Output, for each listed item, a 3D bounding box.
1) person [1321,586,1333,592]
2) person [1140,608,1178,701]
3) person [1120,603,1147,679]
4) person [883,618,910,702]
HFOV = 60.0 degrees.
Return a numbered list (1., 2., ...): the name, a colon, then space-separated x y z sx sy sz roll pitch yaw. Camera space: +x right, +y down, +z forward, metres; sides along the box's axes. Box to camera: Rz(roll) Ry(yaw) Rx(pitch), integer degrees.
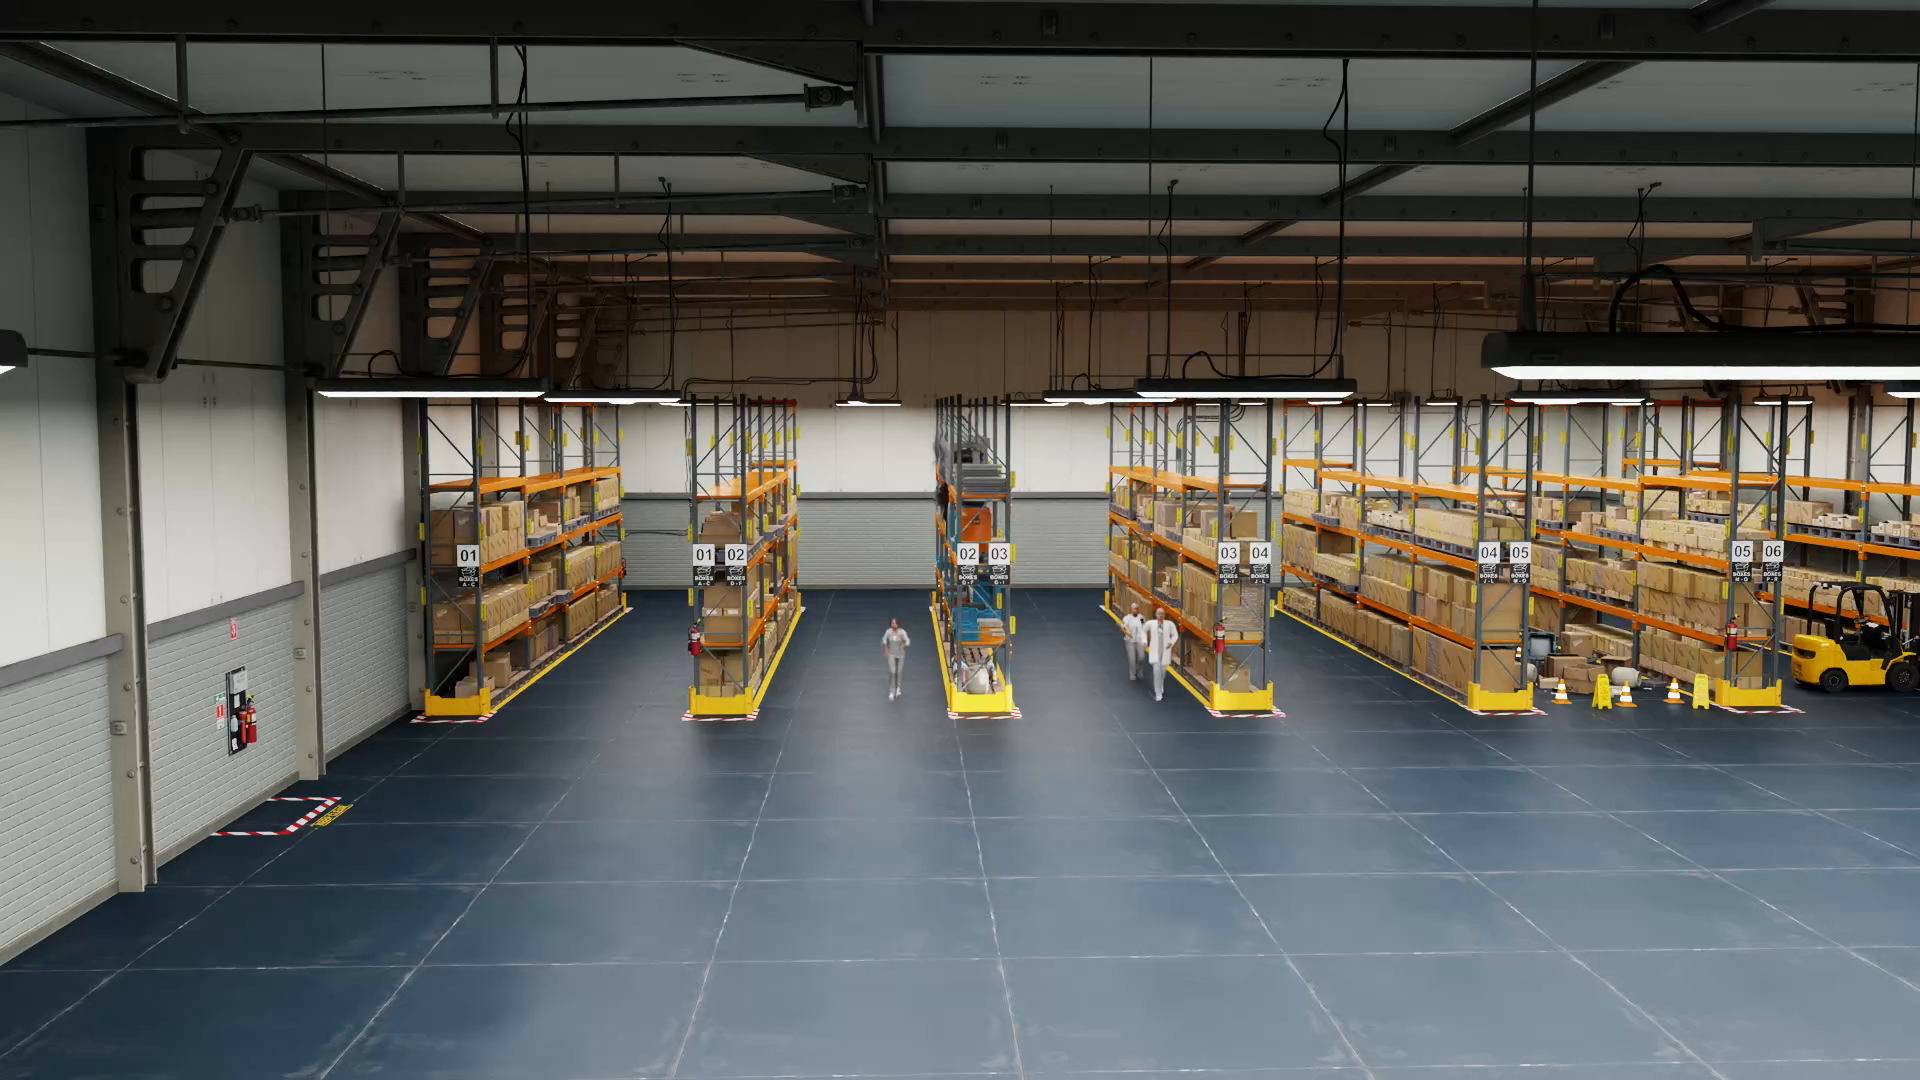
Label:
1. person: 10.682 1.082 48.909 0.596 1.570 0.809 -3 6 -36
2. person: 3.970 2.239 33.057 0.732 1.796 1.006 0 4 0
3. person: 3.679 2.144 35.078 0.582 1.628 0.566 0 5 -3
4. person: -1.247 2.346 32.863 0.530 1.619 0.730 0 4 -2
